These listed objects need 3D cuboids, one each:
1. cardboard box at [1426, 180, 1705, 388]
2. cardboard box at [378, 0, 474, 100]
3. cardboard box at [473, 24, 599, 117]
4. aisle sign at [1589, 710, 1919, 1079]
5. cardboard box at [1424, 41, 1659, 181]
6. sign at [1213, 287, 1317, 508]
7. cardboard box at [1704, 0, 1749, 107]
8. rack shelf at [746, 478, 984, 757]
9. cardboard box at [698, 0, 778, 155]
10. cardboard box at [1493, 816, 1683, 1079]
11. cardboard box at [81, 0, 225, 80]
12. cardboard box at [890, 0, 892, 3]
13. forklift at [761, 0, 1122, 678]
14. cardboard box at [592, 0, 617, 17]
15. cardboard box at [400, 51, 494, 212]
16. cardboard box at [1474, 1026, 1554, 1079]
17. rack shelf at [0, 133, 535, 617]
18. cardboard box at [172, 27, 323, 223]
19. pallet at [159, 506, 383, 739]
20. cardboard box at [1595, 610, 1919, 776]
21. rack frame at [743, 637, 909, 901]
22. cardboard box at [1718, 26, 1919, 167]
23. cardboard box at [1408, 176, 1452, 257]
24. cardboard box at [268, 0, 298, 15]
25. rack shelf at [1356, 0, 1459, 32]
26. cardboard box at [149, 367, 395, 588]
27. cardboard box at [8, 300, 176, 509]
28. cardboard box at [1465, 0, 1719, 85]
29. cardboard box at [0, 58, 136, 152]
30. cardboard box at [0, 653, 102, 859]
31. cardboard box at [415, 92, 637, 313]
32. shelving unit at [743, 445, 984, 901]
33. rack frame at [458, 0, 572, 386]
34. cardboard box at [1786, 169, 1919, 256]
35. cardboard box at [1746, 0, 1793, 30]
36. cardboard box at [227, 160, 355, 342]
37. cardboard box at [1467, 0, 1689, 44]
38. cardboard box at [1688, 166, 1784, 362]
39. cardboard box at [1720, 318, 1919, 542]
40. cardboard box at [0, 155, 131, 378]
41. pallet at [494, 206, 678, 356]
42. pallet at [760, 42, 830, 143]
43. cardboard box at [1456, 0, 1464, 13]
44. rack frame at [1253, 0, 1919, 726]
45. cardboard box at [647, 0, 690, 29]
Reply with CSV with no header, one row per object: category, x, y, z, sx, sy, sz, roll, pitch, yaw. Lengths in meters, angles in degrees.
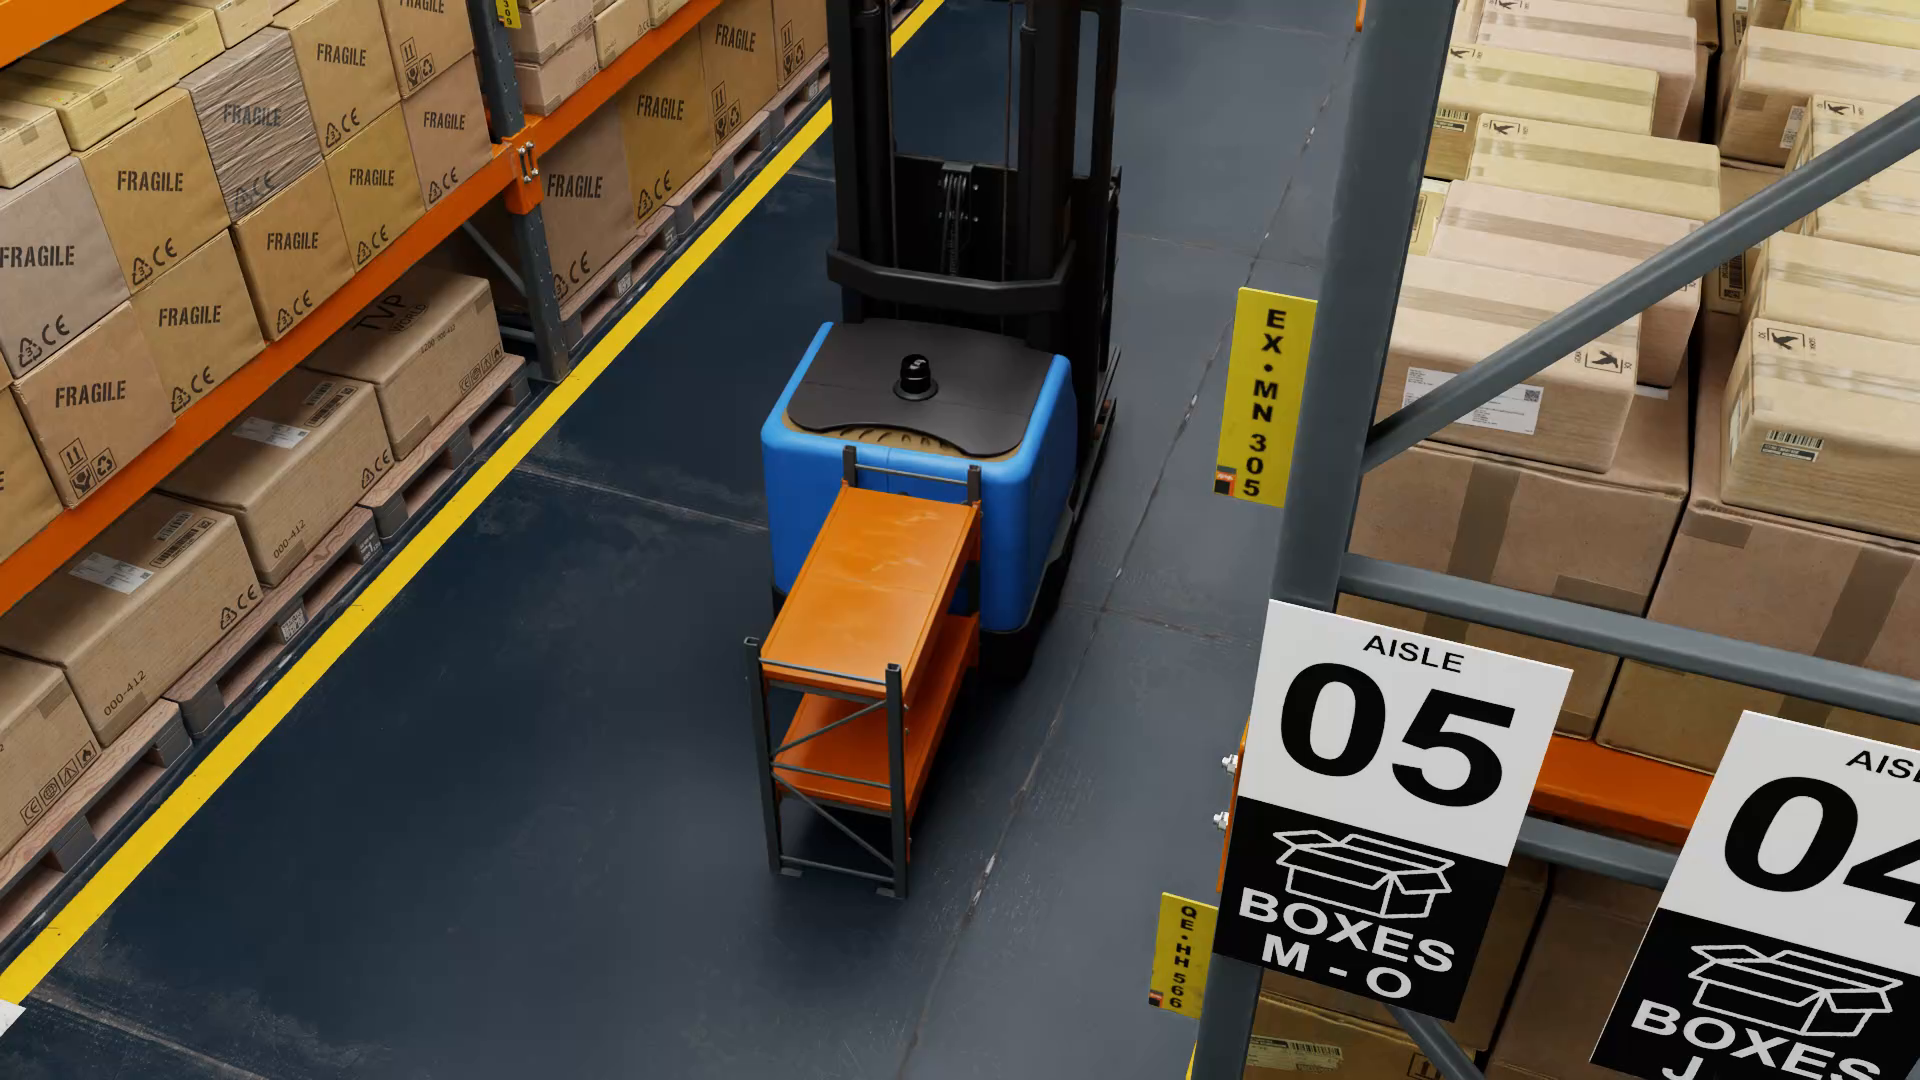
cardboard box,0.902,-0.392,2.511,0.380,0.149,0.250,14,42,16
cardboard box,-2.312,-2.111,6.566,0.500,0.500,0.500,13,42,15
cardboard box,-2.012,-2.195,7.627,0.500,0.250,0.500,12,42,14
aisle sign,1.165,0.557,2.283,0.394,0.787,0.004,13,42,15
cardboard box,0.998,-0.730,2.906,0.380,0.149,0.250,14,42,16
sign,0.393,-0.179,2.155,0.100,0.325,0.005,13,42,15
cardboard box,1.836,-0.982,3.510,0.500,0.250,0.500,12,42,13
rack shelf,-0.298,0.235,5.657,0.538,0.278,1.000,9,41,11
cardboard box,-1.666,-2.887,9.636,0.875,0.875,0.875,14,42,16
cardboard box,1.311,0.688,3.056,0.500,0.500,0.500,13,42,15
cardboard box,-2.713,-1.683,5.564,0.380,0.149,0.250,12,42,14
cardboard box,-0.840,-3.984,11.310,0.950,0.372,0.625,11,42,12
forklift,0.112,-1.542,6.799,1.130,2.935,3.031,9,41,11
cardboard box,-1.843,-2.705,7.840,0.500,0.250,0.500,14,42,16
cardboard box,-2.329,-1.740,6.902,0.500,0.500,0.500,14,42,15
cardboard box,1.321,1.071,3.377,0.500,0.500,0.500,15,43,17
rack shelf,-3.094,-0.548,6.136,1.077,0.370,4.000,13,42,15
cardboard box,-2.658,-1.491,5.839,0.500,0.500,0.500,14,42,16
pallet,-3.159,0.212,6.839,1.003,0.211,1.213,13,42,15
cardboard box,1.302,0.134,2.587,0.500,0.250,0.500,15,43,17
rack frame,-0.425,0.778,5.472,0.500,1.125,0.032,9,41,11
cardboard box,1.571,-0.768,2.951,0.380,0.149,0.250,14,43,16
cardboard box,1.000,-0.489,2.931,0.500,0.250,0.500,12,42,14
cardboard box,-2.573,-2.004,5.940,0.380,0.149,0.250,13,42,15
rack shelf,1.592,-1.792,2.974,1.077,0.370,4.000,13,42,15
cardboard box,-3.031,-0.322,6.966,0.875,0.438,0.875,12,42,14
cardboard box,-3.006,-0.490,5.436,0.500,0.500,0.500,13,42,15
cardboard box,1.361,-1.106,3.655,0.500,0.250,0.500,12,42,13
cardboard box,-2.827,-1.359,5.185,0.380,0.149,0.250,12,42,14
cardboard box,-3.646,0.788,5.666,0.875,0.438,0.875,12,42,14
cardboard box,-2.273,-1.789,8.350,0.875,0.875,0.875,15,43,16
shelving unit,-0.298,0.458,5.847,0.538,1.125,1.048,9,41,11
rack frame,-2.410,-2.042,7.332,1.000,3.000,0.127,13,42,15
cardboard box,1.498,-0.439,2.566,0.380,0.149,0.250,13,42,15
cardboard box,1.792,-1.079,3.316,0.380,0.149,0.250,15,43,17
cardboard box,-2.658,-1.115,6.169,0.500,0.500,0.500,13,42,14
cardboard box,1.213,-1.033,3.262,0.380,0.149,0.250,14,42,16
cardboard box,1.480,-0.368,2.790,0.500,0.250,0.500,13,42,15
cardboard box,1.233,-0.138,2.213,0.380,0.149,0.250,13,42,15
cardboard box,-3.007,-0.883,5.126,0.500,0.500,0.500,13,42,15
pallet,-2.217,-1.468,8.808,1.003,0.211,1.213,13,42,15
pallet,-1.383,-2.957,10.553,1.003,0.211,1.213,13,42,15
cardboard box,1.510,-1.244,4.202,0.500,0.250,0.500,15,43,17
rack frame,0.908,-0.847,1.310,1.000,3.000,0.127,13,42,15
cardboard box,-1.646,-2.820,8.359,0.500,0.250,0.500,13,42,15
